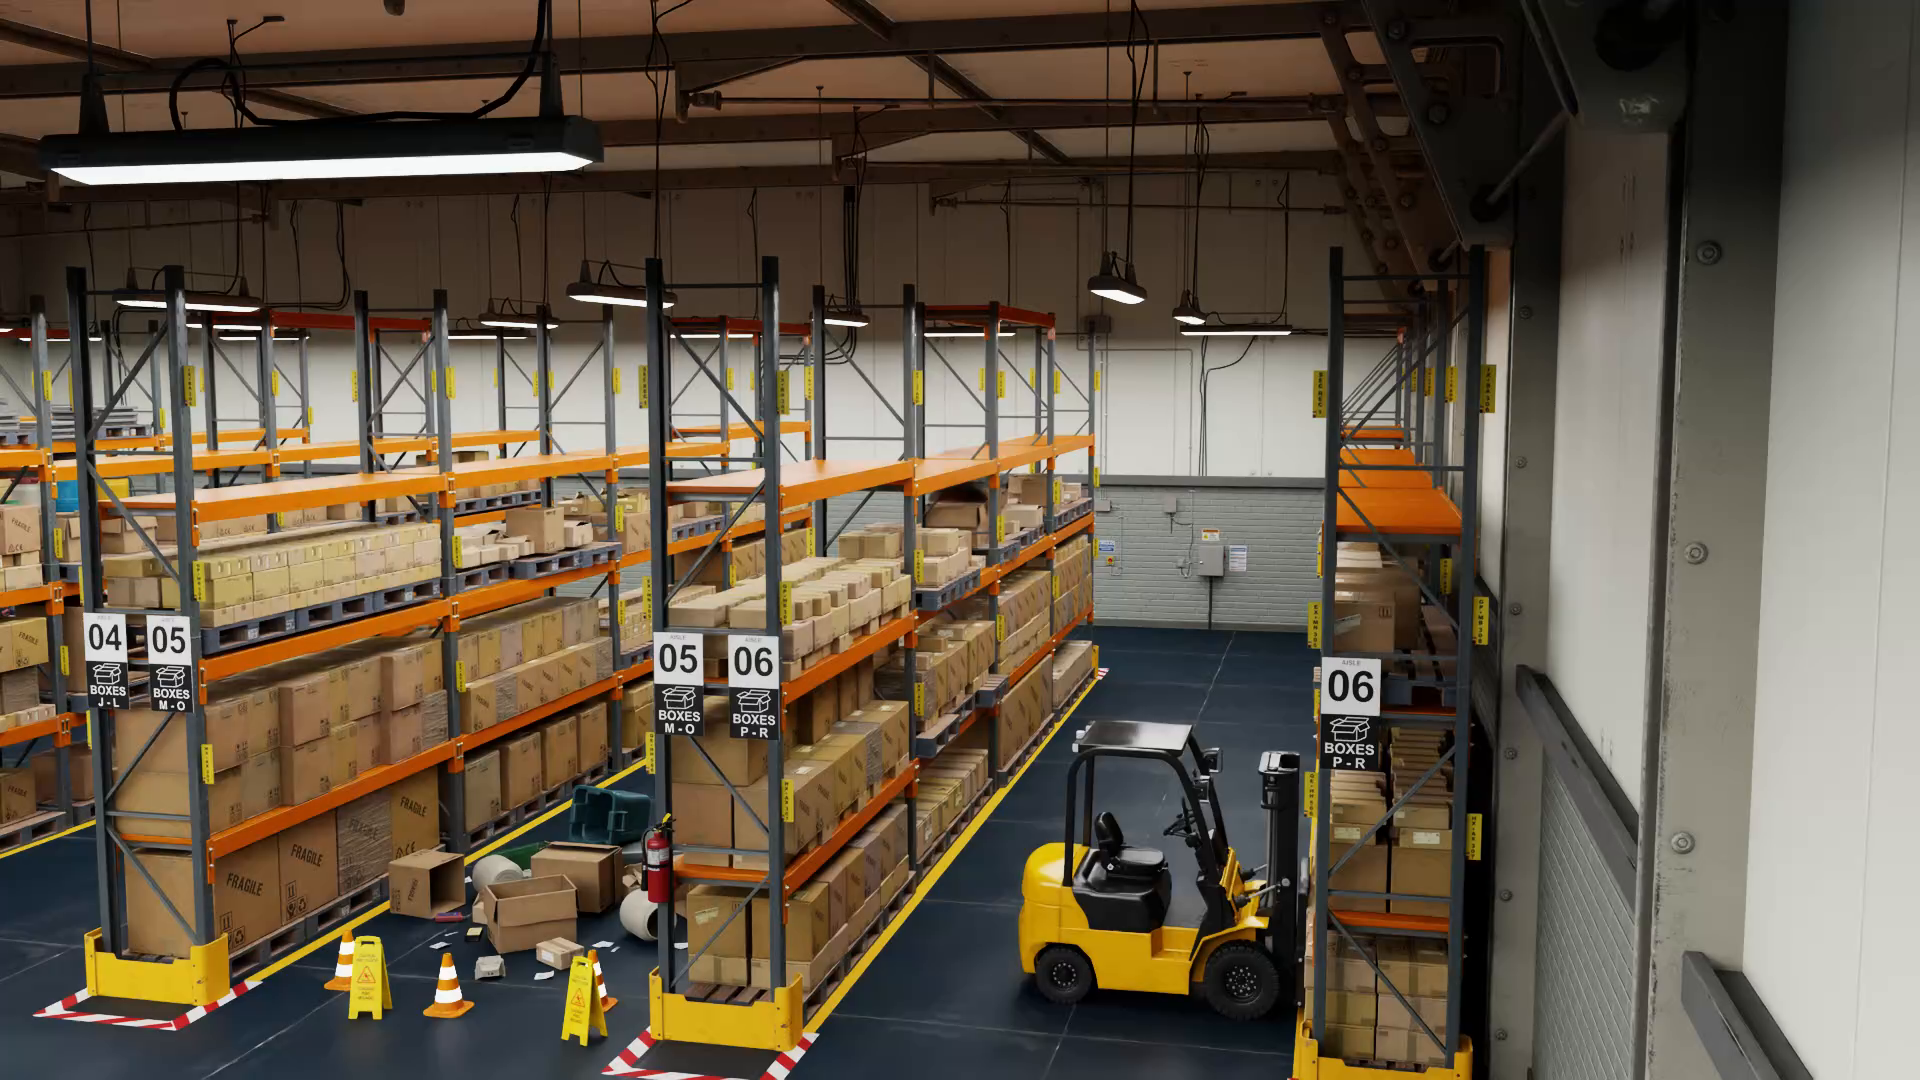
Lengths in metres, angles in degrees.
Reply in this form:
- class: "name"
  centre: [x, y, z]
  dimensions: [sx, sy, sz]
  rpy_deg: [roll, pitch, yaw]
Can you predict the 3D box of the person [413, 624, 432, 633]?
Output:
- class: "person"
  centre: [-7.347, 2.001, 23.042]
  dimensions: [0.464, 1.669, 0.546]
  rpy_deg: [0, 6, -4]
